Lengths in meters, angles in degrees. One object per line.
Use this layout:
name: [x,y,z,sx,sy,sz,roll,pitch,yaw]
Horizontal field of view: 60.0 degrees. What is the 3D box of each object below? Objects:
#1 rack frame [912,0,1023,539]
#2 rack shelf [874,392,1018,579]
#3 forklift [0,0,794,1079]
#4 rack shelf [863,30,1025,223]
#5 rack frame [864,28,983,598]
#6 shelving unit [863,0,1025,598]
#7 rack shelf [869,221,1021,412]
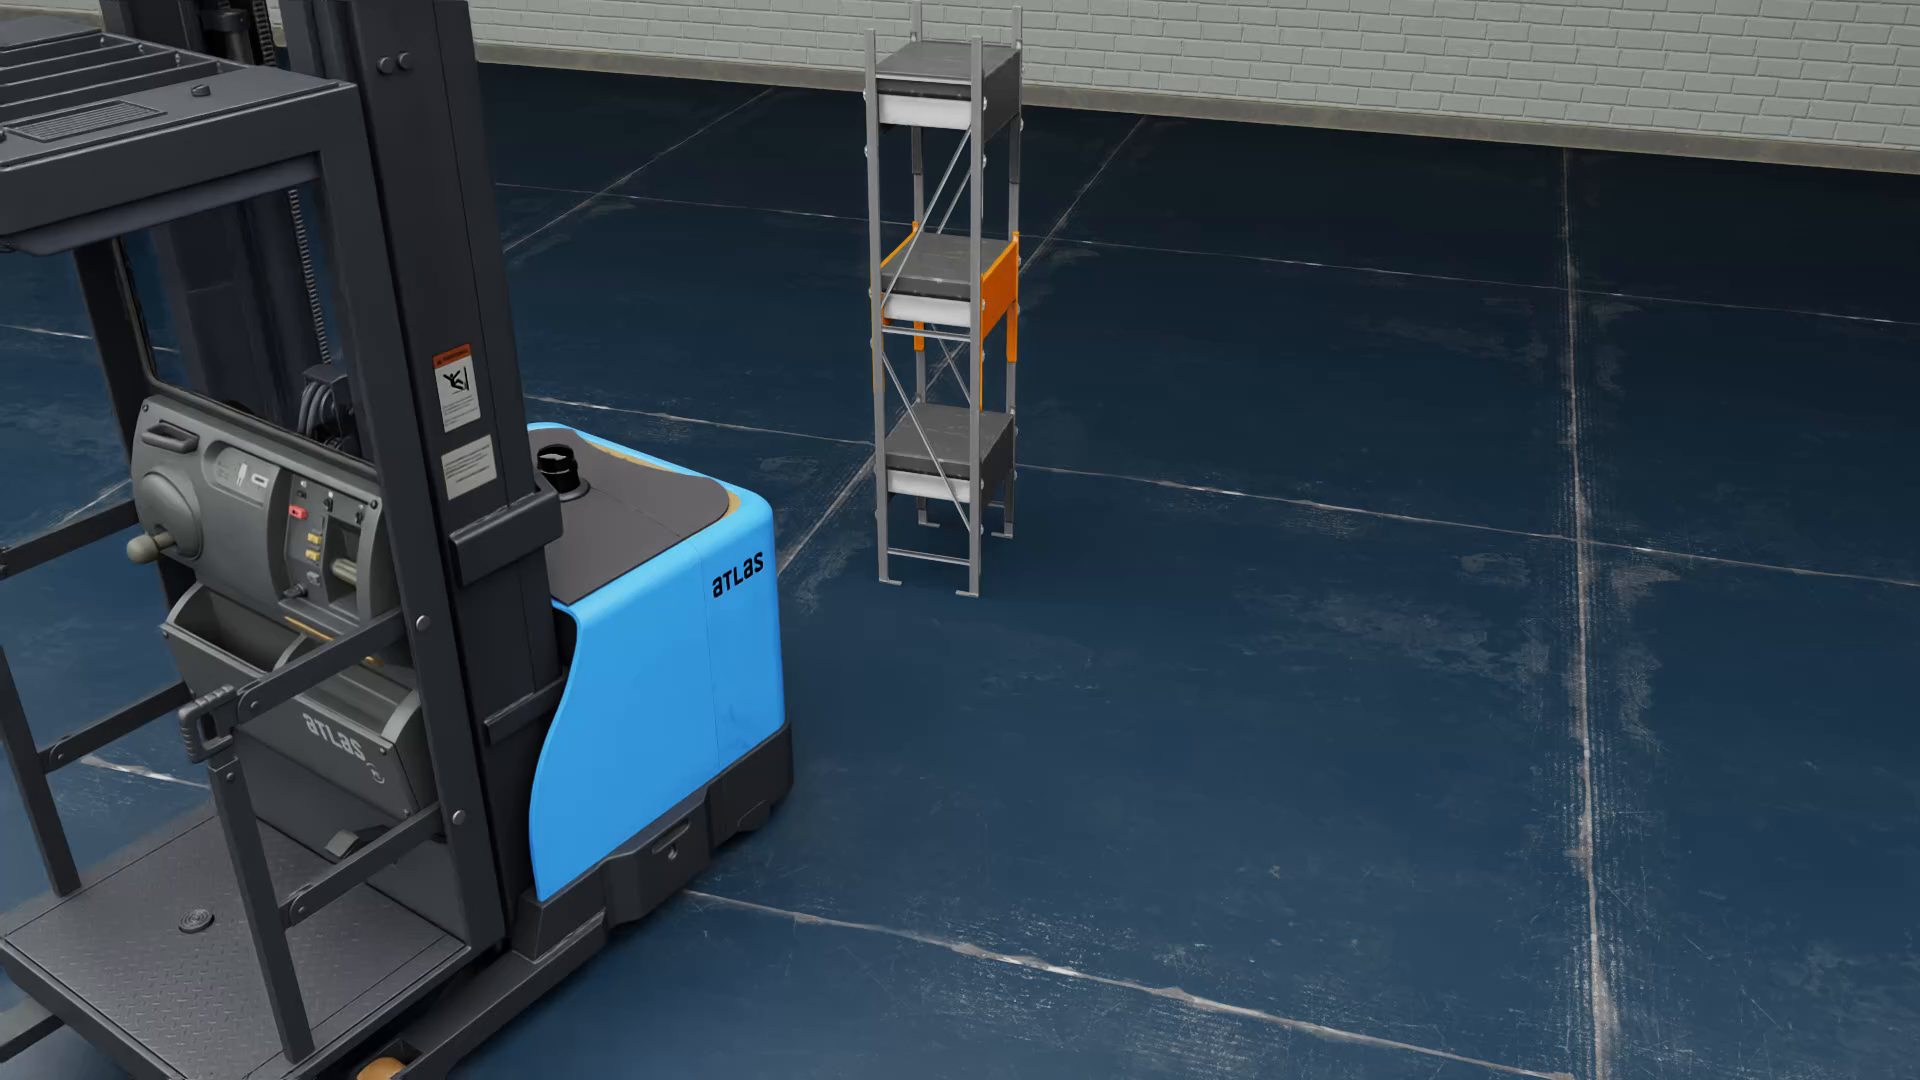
rack frame: [0.023,-0.954,6.305,0.400,2.100,0.015,8,30,15]
rack shelf: [-0.049,-0.217,6.448,0.431,0.518,0.480,8,30,15]
forklift: [-1.783,-0.015,3.762,1.130,2.935,3.031,19,34,30]
rack shelf: [-0.049,-1.440,5.768,0.431,0.518,0.480,8,30,15]
rack frame: [-0.120,-0.727,5.897,0.400,2.100,0.015,8,30,15]
shelving unit: [-0.049,-0.841,6.101,0.431,2.100,0.503,8,30,15]
rack shelf: [-0.049,-0.829,6.108,0.431,0.518,0.480,8,30,15]
